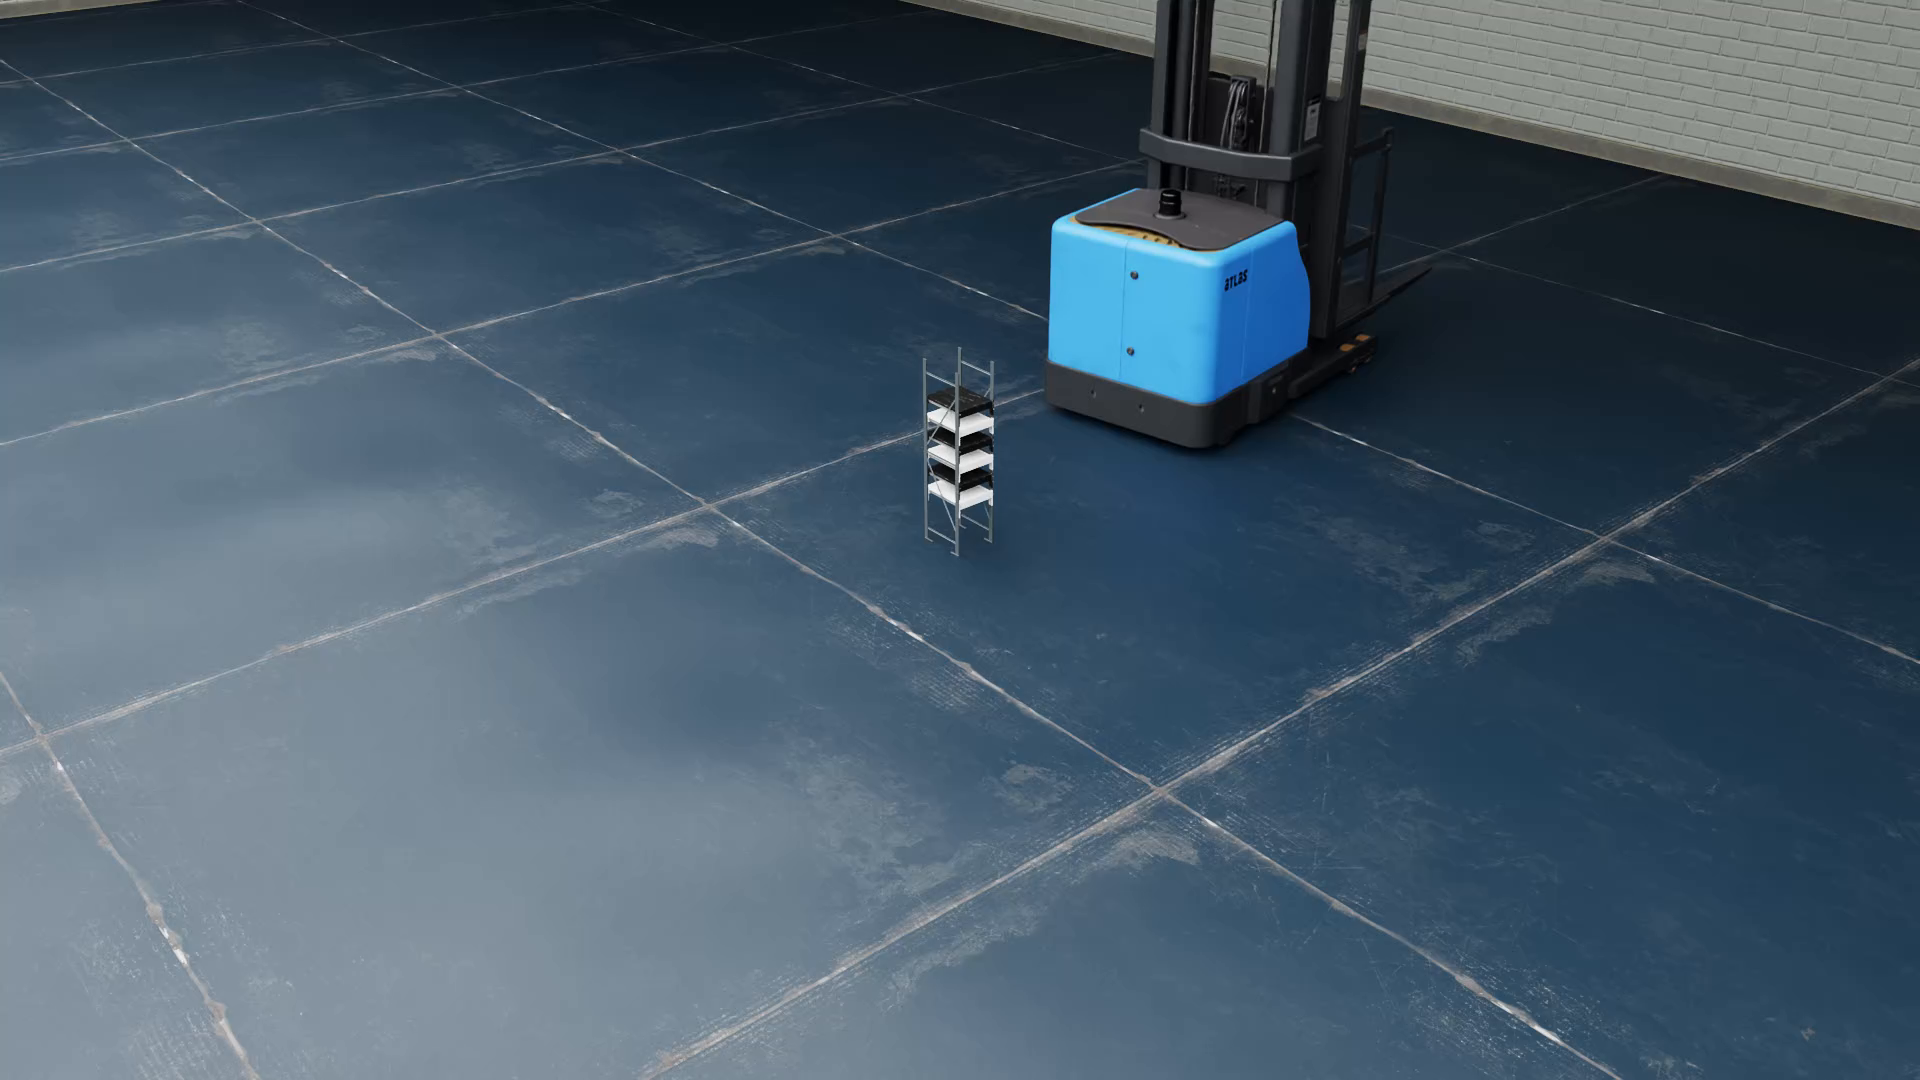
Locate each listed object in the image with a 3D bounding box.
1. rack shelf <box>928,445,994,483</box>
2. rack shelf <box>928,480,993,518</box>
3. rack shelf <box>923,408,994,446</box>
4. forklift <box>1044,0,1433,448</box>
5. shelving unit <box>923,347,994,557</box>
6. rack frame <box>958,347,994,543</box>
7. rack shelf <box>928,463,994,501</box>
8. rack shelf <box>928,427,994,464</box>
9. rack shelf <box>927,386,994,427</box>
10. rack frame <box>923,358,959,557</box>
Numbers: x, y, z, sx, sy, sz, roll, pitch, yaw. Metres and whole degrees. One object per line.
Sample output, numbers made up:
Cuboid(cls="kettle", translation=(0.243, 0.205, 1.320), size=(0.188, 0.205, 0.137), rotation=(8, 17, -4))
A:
Cuboid(cls="rack shelf", translation=(-0.006, -0.365, 7.549), size=(0.200, 0.077, 0.258), rotation=(-22, 35, -35))
Cuboid(cls="rack shelf", translation=(-0.006, -0.206, 7.634), size=(0.200, 0.077, 0.258), rotation=(-22, 35, -35))
Cuboid(cls="rack shelf", translation=(-0.006, -0.524, 7.464), size=(0.200, 0.077, 0.258), rotation=(-22, 35, -35))
Cuboid(cls="forklift", translation=(1.781, -2.385, 9.102), size=(1.130, 2.935, 3.031), rotation=(21, 35, 34))
Cuboid(cls="shelving unit", translation=(-0.006, -0.394, 7.533), size=(0.210, 0.900, 0.258), rotation=(-22, 35, -35))
Cuboid(cls="rack frame", translation=(0.071, -0.426, 7.591), size=(0.006, 0.900, 0.240), rotation=(-22, 35, -35))
Cuboid(cls="rack shelf", translation=(-0.006, -0.286, 7.591), size=(0.200, 0.077, 0.258), rotation=(-22, 35, -35))
Cuboid(cls="rack shelf", translation=(-0.006, -0.444, 7.507), size=(0.200, 0.077, 0.258), rotation=(-22, 35, -35))
Cuboid(cls="rack shelf", translation=(-0.006, -0.603, 7.422), size=(0.200, 0.077, 0.258), rotation=(-22, 35, -35))
Cuboid(cls="rack frame", translation=(-0.084, -0.363, 7.475), size=(0.006, 0.900, 0.240), rotation=(-22, 35, -35))
